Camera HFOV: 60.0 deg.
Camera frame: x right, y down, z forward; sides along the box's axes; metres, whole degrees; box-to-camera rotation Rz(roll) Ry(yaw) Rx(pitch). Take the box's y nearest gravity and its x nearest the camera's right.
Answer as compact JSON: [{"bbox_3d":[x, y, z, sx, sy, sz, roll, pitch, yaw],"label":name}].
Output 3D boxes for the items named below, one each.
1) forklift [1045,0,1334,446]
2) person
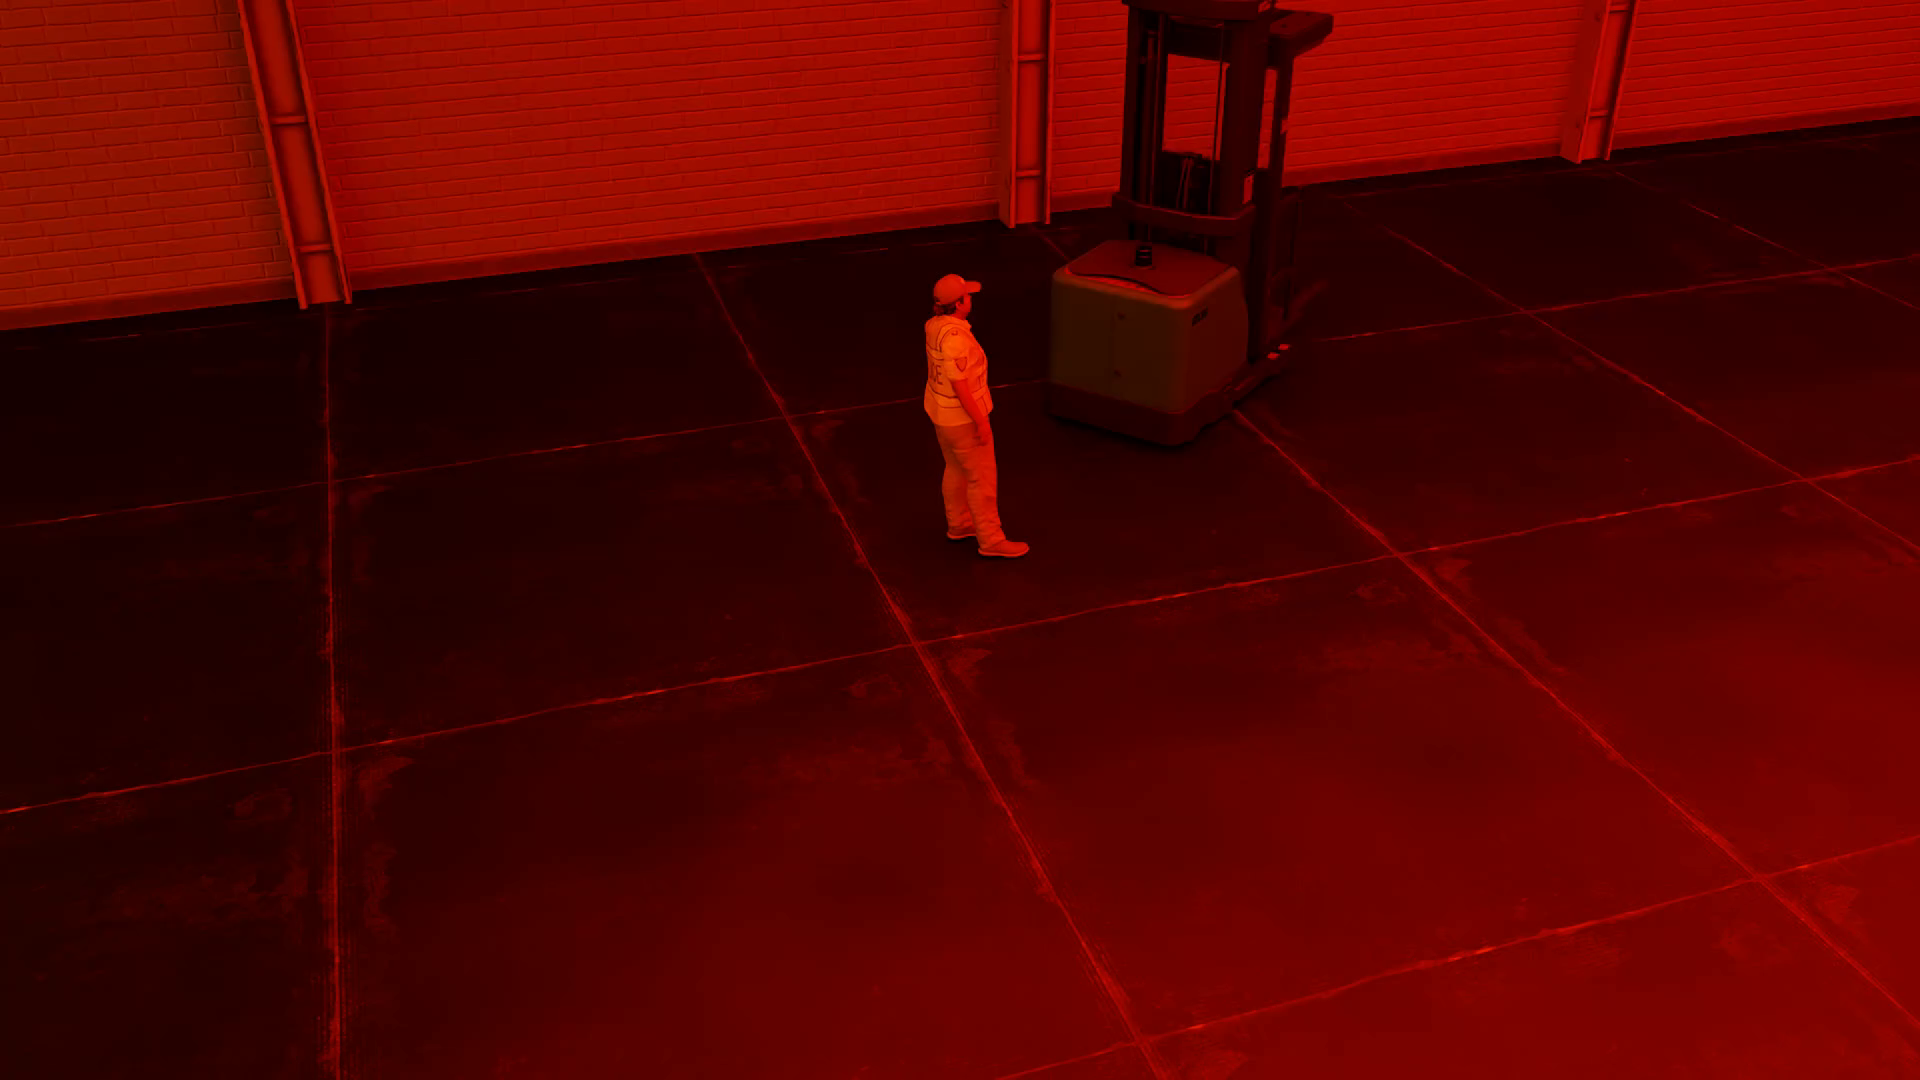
[{"bbox_3d":[1.815,-2.583,11.576,1.130,2.935,3.031,18,35,28],"label":"forklift"},{"bbox_3d":[0.080,-0.731,9.609,0.529,1.670,0.598,-10,31,-16],"label":"person"}]
